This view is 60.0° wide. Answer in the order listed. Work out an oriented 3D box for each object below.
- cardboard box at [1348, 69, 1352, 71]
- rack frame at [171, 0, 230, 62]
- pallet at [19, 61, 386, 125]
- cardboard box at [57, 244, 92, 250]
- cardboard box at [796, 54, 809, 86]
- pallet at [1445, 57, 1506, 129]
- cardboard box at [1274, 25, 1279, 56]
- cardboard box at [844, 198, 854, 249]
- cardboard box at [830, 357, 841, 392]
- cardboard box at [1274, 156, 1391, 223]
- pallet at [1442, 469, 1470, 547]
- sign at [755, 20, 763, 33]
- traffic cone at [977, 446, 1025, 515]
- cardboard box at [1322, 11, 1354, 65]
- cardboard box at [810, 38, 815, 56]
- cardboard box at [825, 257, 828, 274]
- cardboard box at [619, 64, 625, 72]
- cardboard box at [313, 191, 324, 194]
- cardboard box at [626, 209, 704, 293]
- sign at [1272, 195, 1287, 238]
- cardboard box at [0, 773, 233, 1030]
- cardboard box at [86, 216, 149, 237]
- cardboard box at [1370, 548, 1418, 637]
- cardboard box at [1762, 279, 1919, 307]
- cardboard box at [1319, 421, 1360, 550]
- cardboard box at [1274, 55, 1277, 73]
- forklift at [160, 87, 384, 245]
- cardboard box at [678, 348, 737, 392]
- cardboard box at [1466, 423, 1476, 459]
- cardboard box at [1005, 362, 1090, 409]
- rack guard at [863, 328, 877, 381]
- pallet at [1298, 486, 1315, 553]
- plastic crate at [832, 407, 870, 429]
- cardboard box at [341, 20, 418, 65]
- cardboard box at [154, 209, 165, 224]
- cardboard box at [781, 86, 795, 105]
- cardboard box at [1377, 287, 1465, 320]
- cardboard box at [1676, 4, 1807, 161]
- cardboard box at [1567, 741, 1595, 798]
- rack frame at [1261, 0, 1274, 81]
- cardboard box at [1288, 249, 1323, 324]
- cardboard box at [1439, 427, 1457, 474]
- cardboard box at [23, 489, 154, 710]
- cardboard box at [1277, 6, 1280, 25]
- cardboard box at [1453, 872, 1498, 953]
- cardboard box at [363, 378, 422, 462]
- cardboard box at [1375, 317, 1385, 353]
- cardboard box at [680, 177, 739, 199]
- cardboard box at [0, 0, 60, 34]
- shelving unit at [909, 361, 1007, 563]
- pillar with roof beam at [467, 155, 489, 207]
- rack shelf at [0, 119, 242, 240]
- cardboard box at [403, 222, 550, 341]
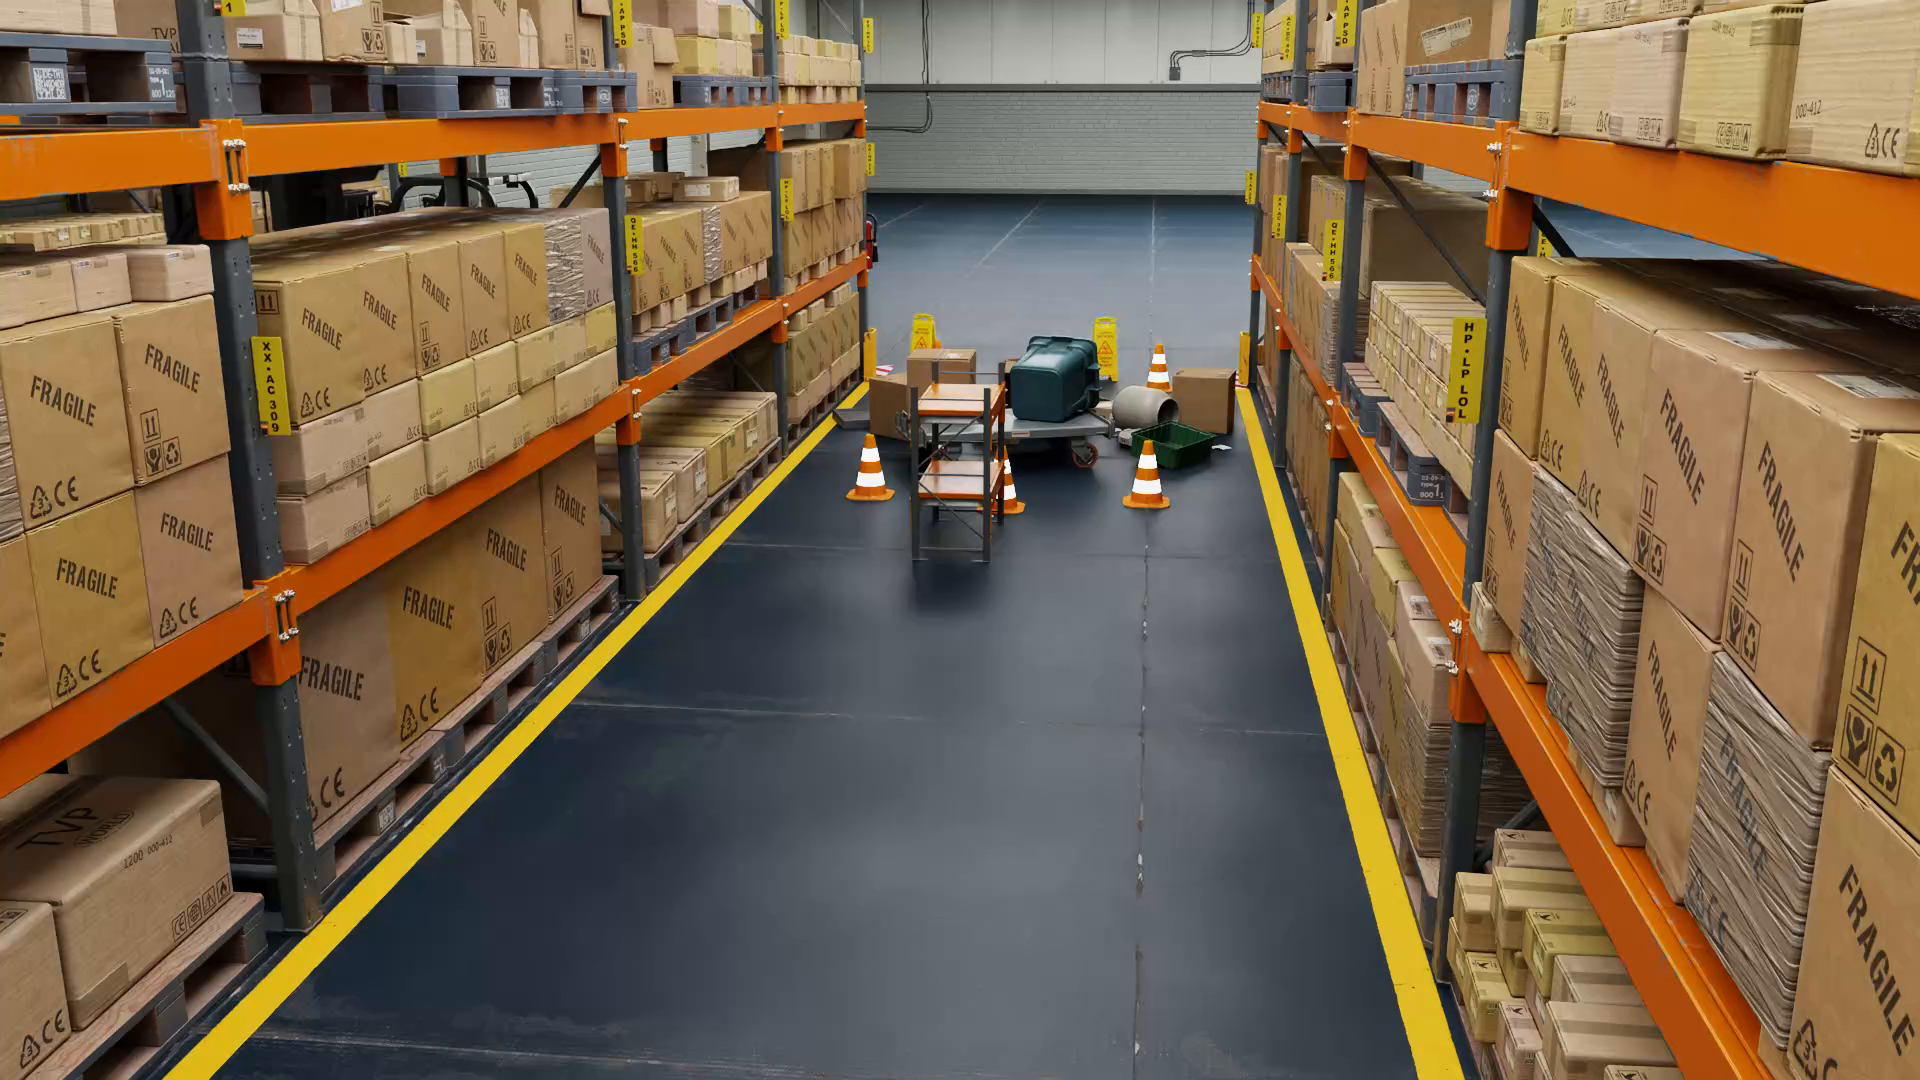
[{"bbox_3d":[3.591,-4.144,14.480,0.380,0.149,0.250,2,15,7],"label":"cardboard box"},{"bbox_3d":[-2.819,-2.961,4.874,1.000,3.000,0.127,2,15,6],"label":"rack frame"},{"bbox_3d":[-2.765,-1.660,6.175,0.805,0.209,1.217,1,15,4],"label":"pallet"},{"bbox_3d":[-6.765,-2.053,12.339,0.500,0.250,0.500,2,15,7],"label":"cardboard box"},{"bbox_3d":[-1.546,-3.899,13.808,0.500,0.250,0.500,2,15,6],"label":"cardboard box"},{"bbox_3d":[2.286,-1.460,5.428,1.213,0.211,1.003,2,15,6],"label":"pallet"},{"bbox_3d":[2.985,-4.318,14.359,0.500,0.250,0.500,2,15,6],"label":"cardboard box"},{"bbox_3d":[-1.314,-3.091,16.085,0.500,0.500,0.500,2,15,6],"label":"cardboard box"},{"bbox_3d":[-1.409,-1.565,15.668,0.500,0.250,0.500,1,15,4],"label":"cardboard box"},{"bbox_3d":[3.035,-2.855,13.618,0.875,0.550,0.550,2,15,6],"label":"cardboard box"},{"bbox_3d":[2.341,-0.047,5.957,1.003,0.211,1.213,2,15,6],"label":"pallet"},{"bbox_3d":[-2.005,-5.063,16.720,0.100,0.325,0.005,2,15,6],"label":"sign"},{"bbox_3d":[0.295,-0.448,11.933,0.336,0.463,0.334,2,15,6],"label":"traffic cone"},{"bbox_3d":[2.382,-2.919,9.639,0.500,0.311,0.500,2,15,6],"label":"cardboard box"},{"bbox_3d":[-1.464,-4.263,14.389,0.380,0.149,0.250,1,15,5],"label":"cardboard box"},{"bbox_3d":[-1.408,-2.489,15.101,0.380,0.149,0.250,2,15,6],"label":"cardboard box"},{"bbox_3d":[-2.135,-2.629,9.648,0.396,0.266,0.258,2,15,6],"label":"cardboard box"},{"bbox_3d":[-6.273,-3.395,15.966,0.380,0.149,0.250,2,15,7],"label":"cardboard box"},{"bbox_3d":[-1.982,-1.881,10.804,0.500,0.500,0.500,2,15,7],"label":"cardboard box"},{"bbox_3d":[2.461,-2.493,12.824,0.100,0.325,0.005,2,15,6],"label":"sign"},{"bbox_3d":[-2.997,1.128,5.346,0.875,0.438,0.875,1,15,5],"label":"cardboard box"},{"bbox_3d":[-6.678,-2.484,13.168,0.380,0.149,0.250,1,15,5],"label":"cardboard box"},{"bbox_3d":[2.060,0.225,7.130,0.500,0.250,0.500,1,15,4],"label":"cardboard box"},{"bbox_3d":[2.273,-0.356,4.056,0.500,0.500,0.500,1,15,4],"label":"cardboard box"},{"bbox_3d":[2.720,-0.255,9.865,1.050,0.750,0.750,1,15,5],"label":"cardboard box"},{"bbox_3d":[2.908,-4.098,14.310,0.380,0.149,0.250,2,15,6],"label":"cardboard box"},{"bbox_3d":[-4.554,-1.568,11.345,1.130,2.935,3.031,2,15,6],"label":"forklift"},{"bbox_3d":[-2.117,-1.539,14.133,0.500,0.500,0.500,1,15,5],"label":"cardboard box"},{"bbox_3d":[1.988,-0.348,5.810,0.380,0.149,0.250,2,15,7],"label":"cardboard box"},{"bbox_3d":[0.755,-1.265,14.617,0.797,0.637,0.503,2,15,6],"label":"cardboard box"},{"bbox_3d":[-1.474,-1.951,17.420,1.175,0.500,0.348,2,15,6],"label":"rack guard"},{"bbox_3d":[2.866,-0.155,11.330,1.003,0.211,1.213,2,15,6],"label":"pallet"},{"bbox_3d":[-0.925,-1.114,15.128,0.402,0.080,0.583,-4,16,-13],"label":"plastic crate"},{"bbox_3d":[-2.329,-1.921,6.417,0.380,0.166,0.250,1,15,2],"label":"cardboard box"},{"bbox_3d":[-6.552,-2.722,14.047,0.380,0.149,0.250,1,15,5],"label":"cardboard box"},{"bbox_3d":[-1.550,-3.607,13.489,0.380,0.149,0.250,2,15,6],"label":"cardboard box"},{"bbox_3d":[2.289,-1.168,8.272,0.380,0.149,0.250,1,15,5],"label":"cardboard box"},{"bbox_3d":[1.608,-0.809,2.948,0.500,0.250,0.500,2,15,9],"label":"cardboard box"},{"bbox_3d":[1.690,0.513,3.999,0.380,0.149,0.250,2,15,7],"label":"cardboard box"},{"bbox_3d":[3.464,-5.954,15.942,1.000,3.000,0.127,2,15,6],"label":"rack frame"},{"bbox_3d":[2.630,-1.809,11.916,0.500,0.500,0.500,2,15,7],"label":"cardboard box"},{"bbox_3d":[2.046,-0.333,6.324,0.380,0.149,0.250,1,15,3],"label":"cardboard box"},{"bbox_3d":[-2.670,0.148,4.677,0.500,0.500,0.500,1,15,5],"label":"cardboard box"},{"bbox_3d":[2.909,-4.481,14.200,0.380,0.149,0.250,2,15,7],"label":"cardboard box"},{"bbox_3d":[1.751,1.169,5.180,0.380,0.149,0.250,2,15,9],"label":"cardboard box"},{"bbox_3d":[-2.459,-0.476,6.506,0.500,0.250,0.500,2,15,7],"label":"cardboard box"},{"bbox_3d":[2.279,-1.018,8.288,0.380,0.149,0.250,2,15,9],"label":"cardboard box"},{"bbox_3d":[-1.809,-2.542,12.009,0.380,0.149,0.250,1,15,5],"label":"cardboard box"},{"bbox_3d":[-2.603,-1.399,4.329,0.380,0.149,0.250,2,15,8],"label":"cardboard box"},{"bbox_3d":[-0.001,-0.541,11.009,0.538,1.125,1.048,2,15,6],"label":"shelving unit"},{"bbox_3d":[-2.417,-7.494,21.637,9.100,9.000,0.400,2,15,6],"label":"pillar with roof beam"},{"bbox_3d":[-3.045,-0.647,3.441,1.077,0.370,4.000,2,15,6],"label":"rack shelf"},{"bbox_3d":[-2.279,-1.230,7.857,0.500,0.500,0.500,2,15,6],"label":"cardboard box"}]
